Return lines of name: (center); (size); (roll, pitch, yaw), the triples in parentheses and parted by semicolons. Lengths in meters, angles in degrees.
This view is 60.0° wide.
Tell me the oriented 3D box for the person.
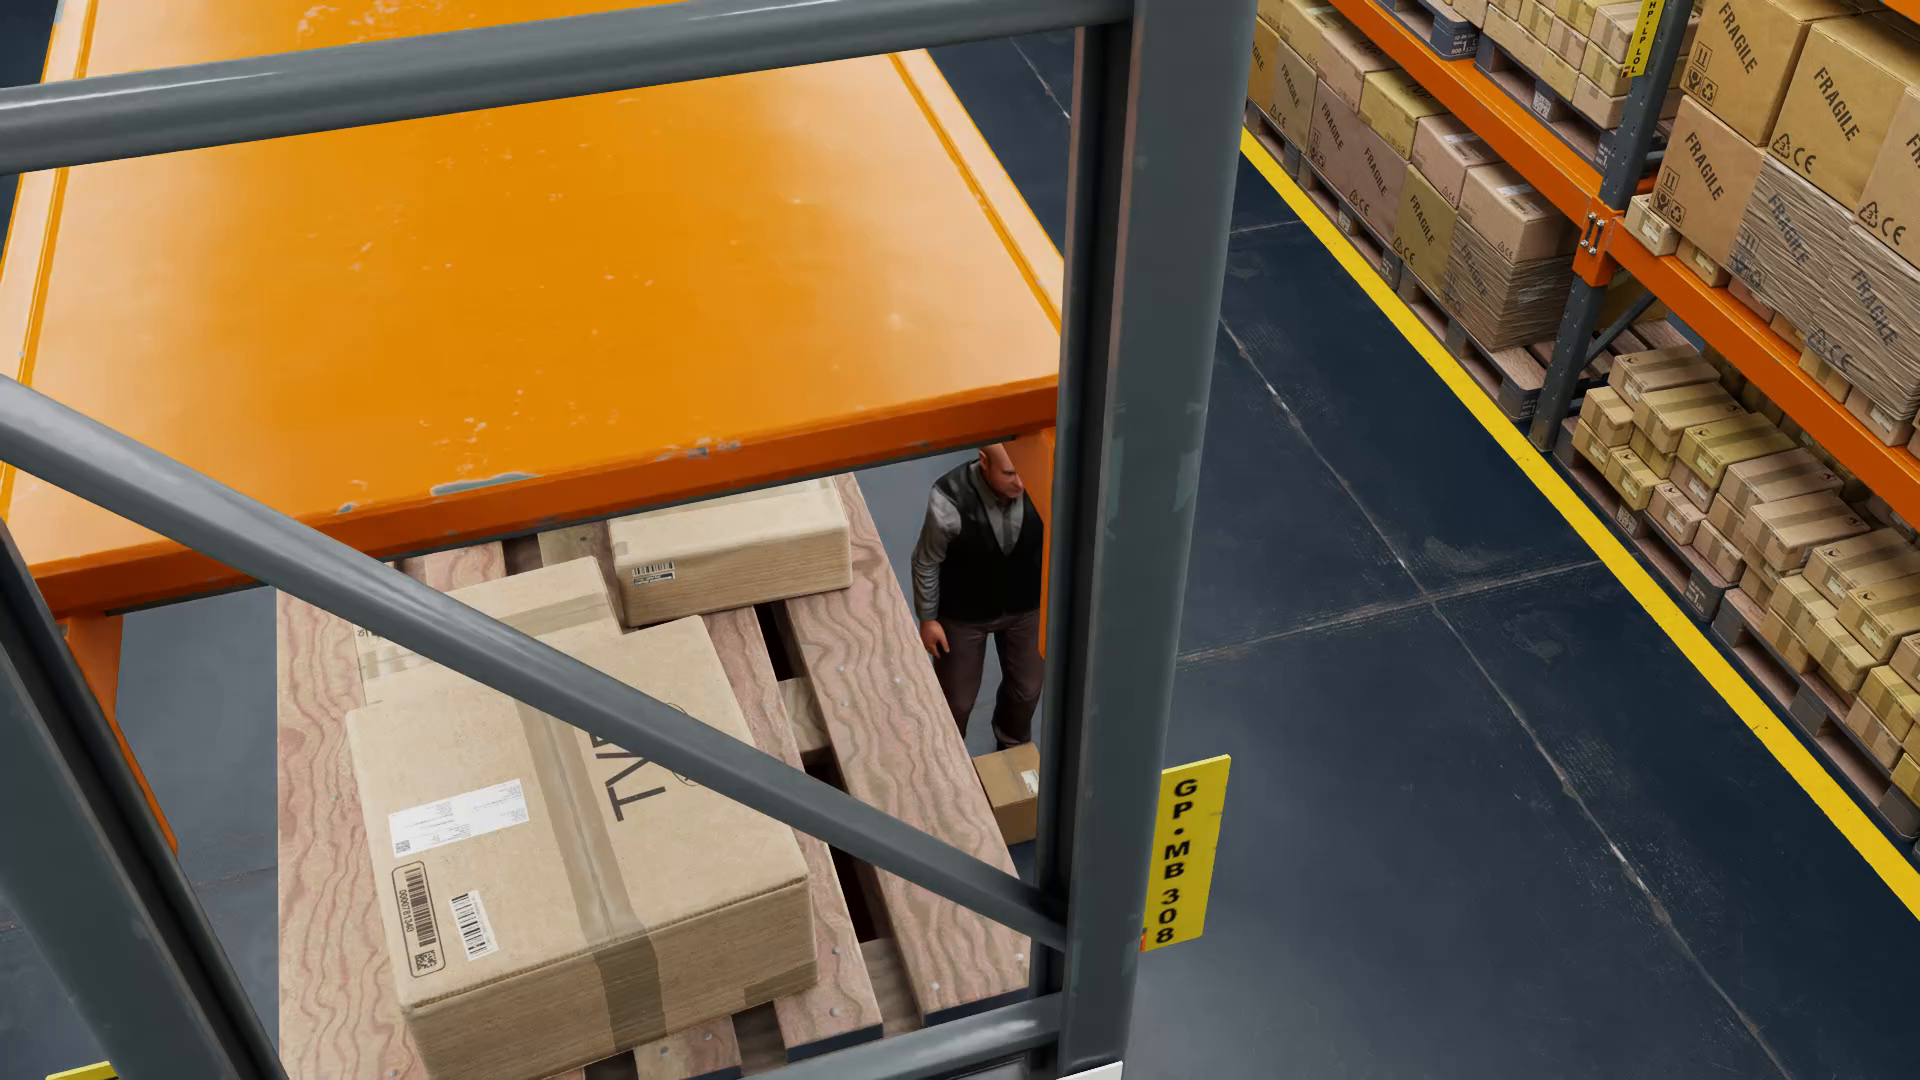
person: (0.109, 0.228, 5.925); (0.579, 1.719, 0.418); (-13, 44, -14)
